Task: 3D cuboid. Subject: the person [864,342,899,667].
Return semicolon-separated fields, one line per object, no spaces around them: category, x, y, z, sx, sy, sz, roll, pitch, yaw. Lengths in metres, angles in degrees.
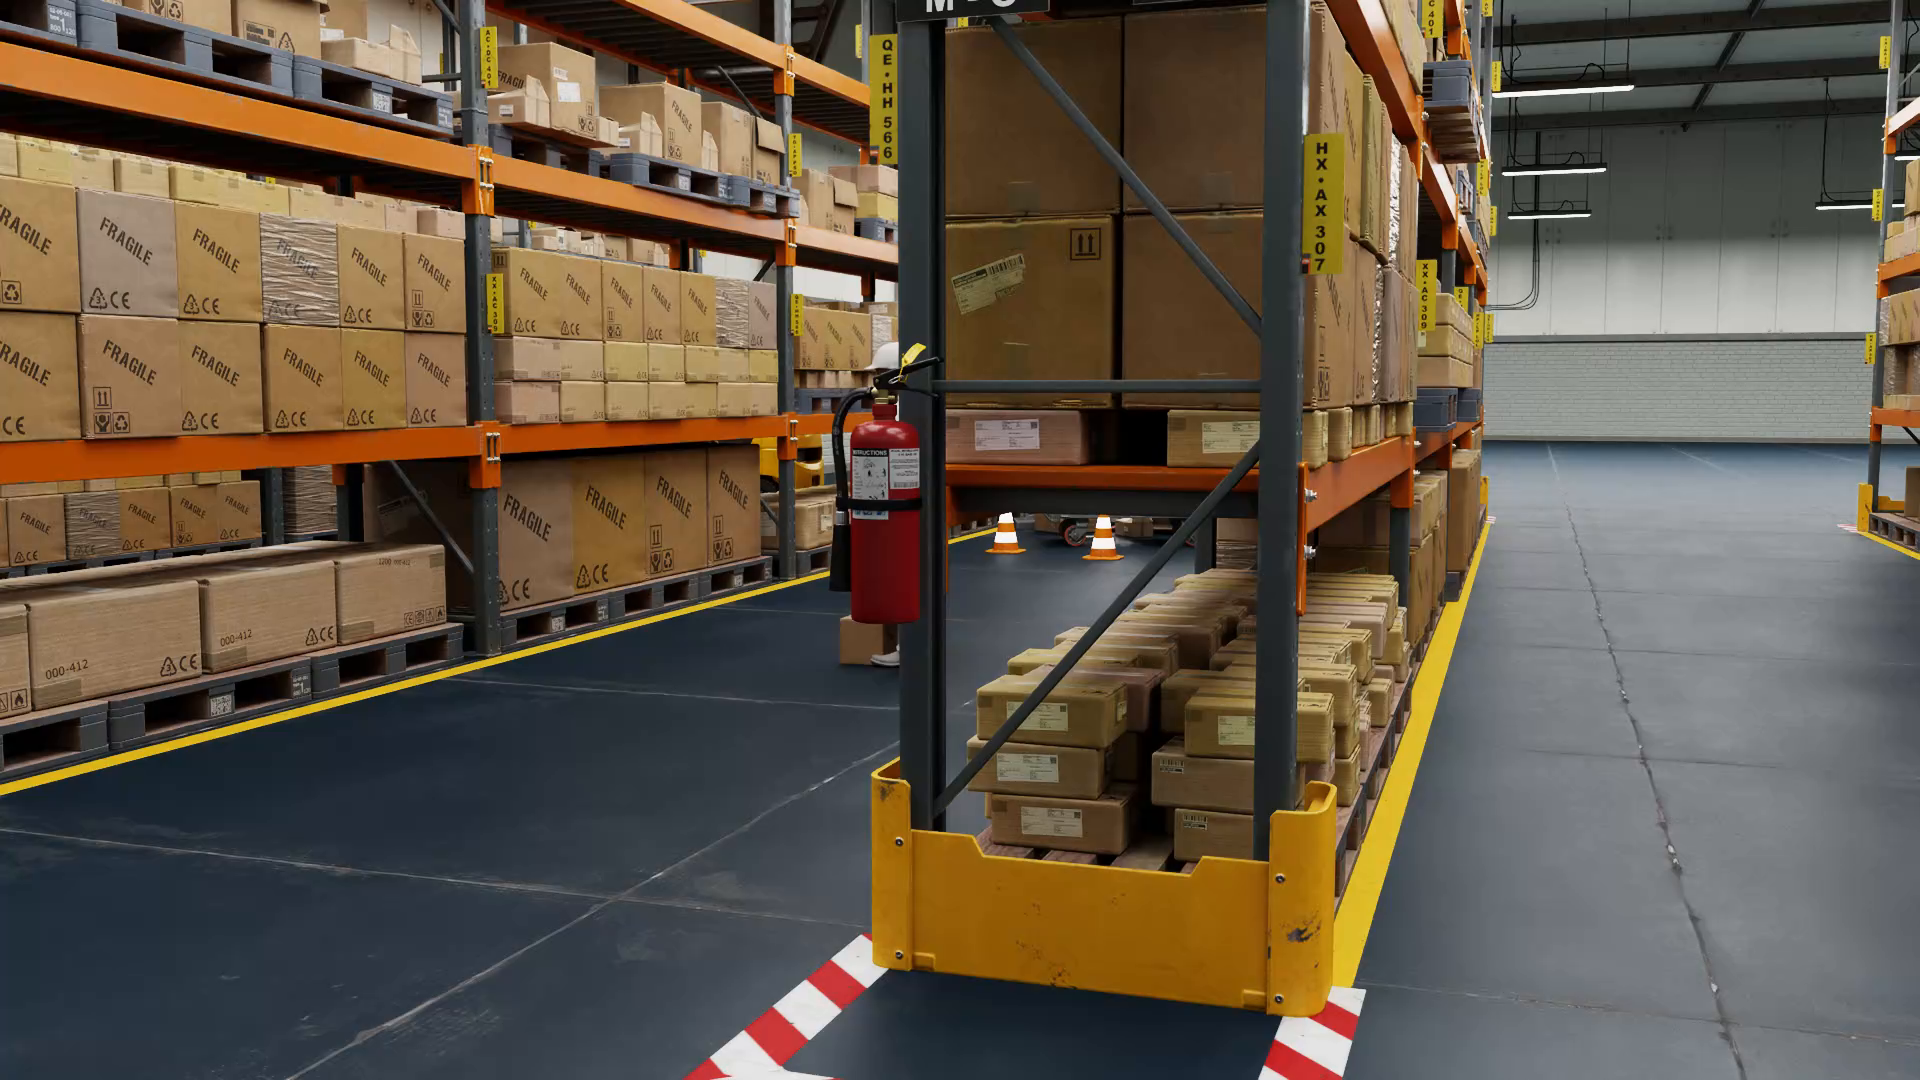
person;-0.286;-0.194;9.065;0.456;1.756;0.635;1;5;15
